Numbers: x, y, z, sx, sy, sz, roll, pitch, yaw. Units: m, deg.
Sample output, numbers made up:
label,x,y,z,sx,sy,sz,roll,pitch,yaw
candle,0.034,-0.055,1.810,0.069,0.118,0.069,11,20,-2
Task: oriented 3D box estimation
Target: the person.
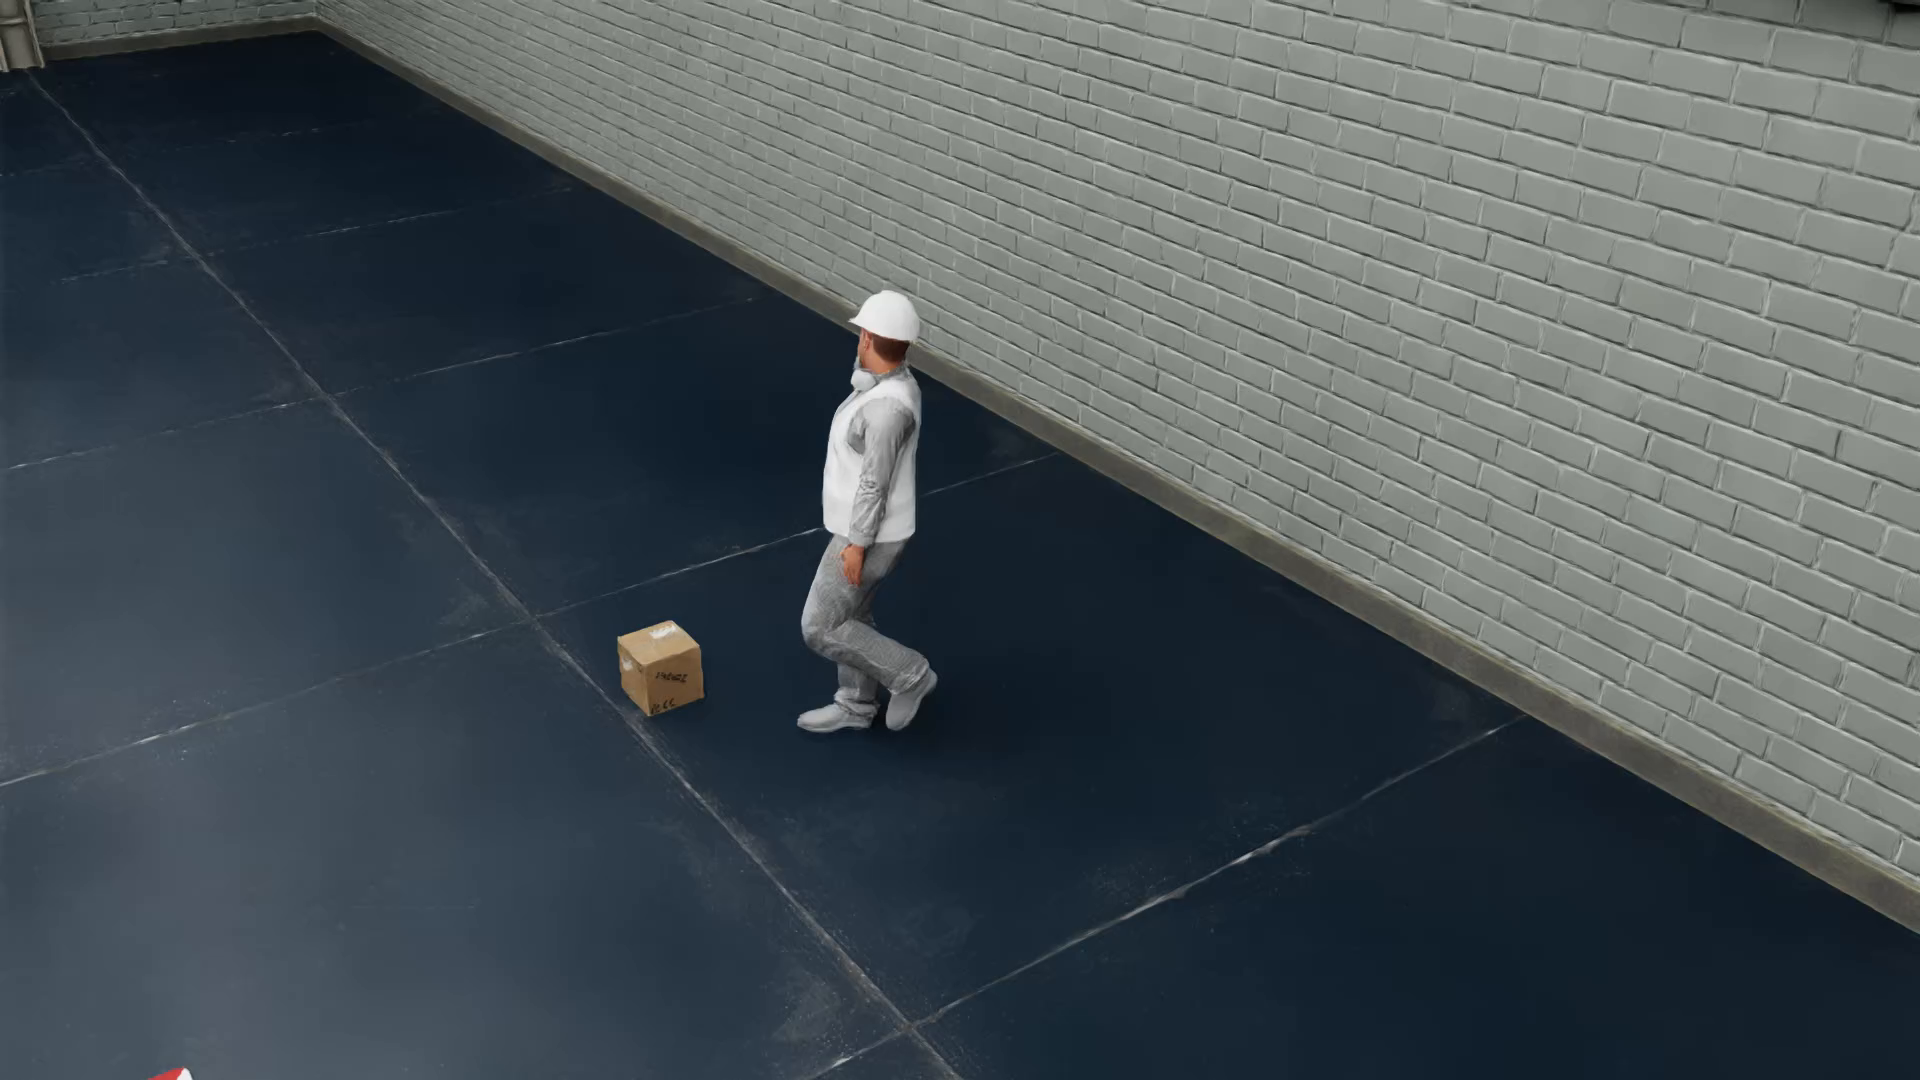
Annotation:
label,x,y,z,sx,sy,sz,roll,pitch,yaw
person,-0.366,-0.064,6.243,0.555,1.745,0.580,0,28,-1
